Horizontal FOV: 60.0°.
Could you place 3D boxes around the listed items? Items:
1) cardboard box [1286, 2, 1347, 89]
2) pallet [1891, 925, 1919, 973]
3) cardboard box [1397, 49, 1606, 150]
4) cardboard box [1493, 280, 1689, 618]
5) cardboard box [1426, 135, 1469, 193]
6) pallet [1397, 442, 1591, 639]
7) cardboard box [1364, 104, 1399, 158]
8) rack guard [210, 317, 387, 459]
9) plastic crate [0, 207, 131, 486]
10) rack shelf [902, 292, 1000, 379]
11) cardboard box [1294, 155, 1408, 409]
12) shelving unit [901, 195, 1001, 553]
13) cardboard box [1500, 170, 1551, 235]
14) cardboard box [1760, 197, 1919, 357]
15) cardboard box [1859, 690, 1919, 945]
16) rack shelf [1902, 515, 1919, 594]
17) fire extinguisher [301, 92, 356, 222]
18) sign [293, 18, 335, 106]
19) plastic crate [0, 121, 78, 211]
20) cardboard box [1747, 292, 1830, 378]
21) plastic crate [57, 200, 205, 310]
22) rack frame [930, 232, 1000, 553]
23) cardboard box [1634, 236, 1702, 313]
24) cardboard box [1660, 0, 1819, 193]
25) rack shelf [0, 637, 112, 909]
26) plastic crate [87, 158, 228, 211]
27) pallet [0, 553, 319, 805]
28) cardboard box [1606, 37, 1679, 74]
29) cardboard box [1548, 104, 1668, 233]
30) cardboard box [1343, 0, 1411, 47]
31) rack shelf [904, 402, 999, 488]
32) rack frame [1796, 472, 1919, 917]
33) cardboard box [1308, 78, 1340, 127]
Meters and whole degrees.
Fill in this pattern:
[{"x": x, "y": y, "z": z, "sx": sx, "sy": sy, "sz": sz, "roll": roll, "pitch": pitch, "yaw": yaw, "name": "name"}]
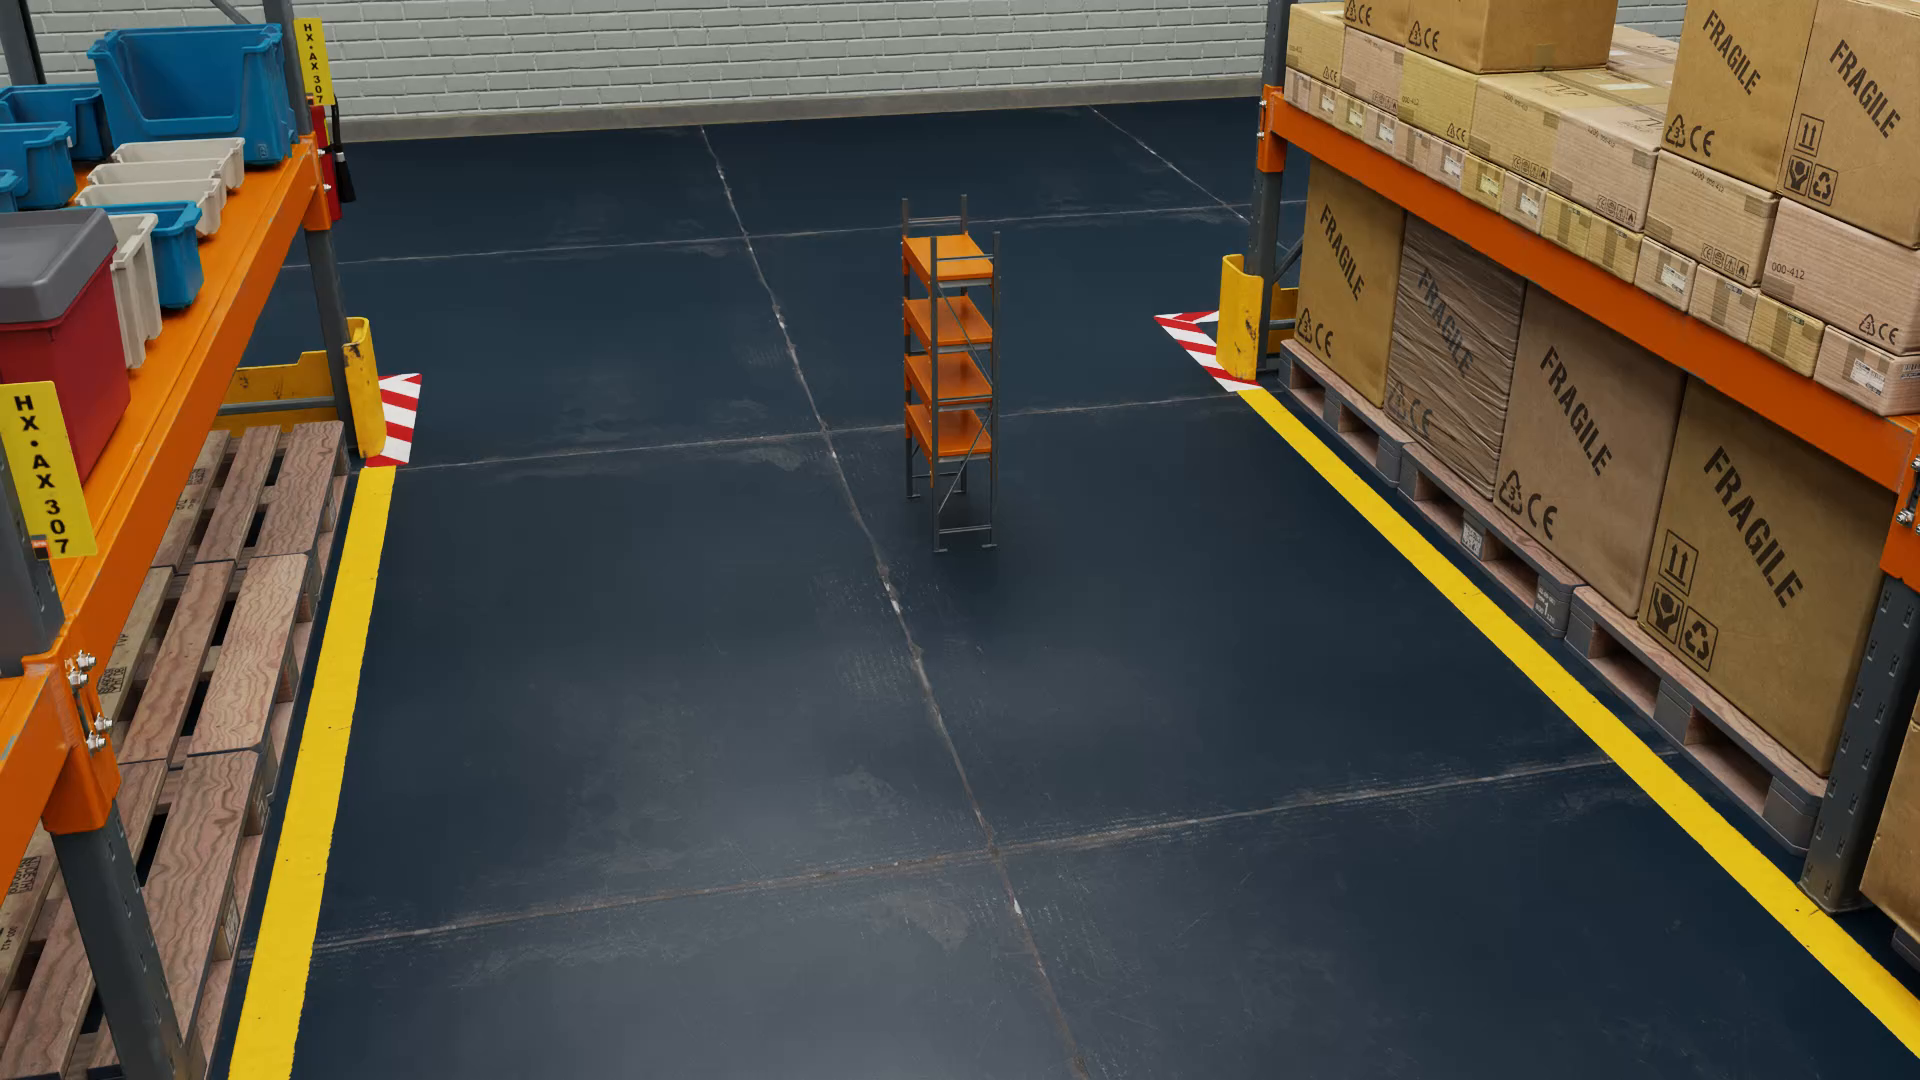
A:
[{"x": 1.668, "y": -2.023, "z": 6.766, "sx": 0.500, "sy": 0.250, "sz": 0.500, "roll": -7, "pitch": 28, "yaw": -13, "name": "cardboard box"}, {"x": 2.972, "y": 1.136, "z": 3.764, "sx": 1.003, "sy": 0.211, "sz": 1.213, "roll": -6, "pitch": 27, "yaw": -12, "name": "pallet"}, {"x": 1.902, "y": -1.575, "z": 5.877, "sx": 0.500, "sy": 0.250, "sz": 0.500, "roll": -7, "pitch": 28, "yaw": -13, "name": "cardboard box"}, {"x": 2.451, "y": -0.371, "z": 5.549, "sx": 0.875, "sy": 0.875, "sz": 0.875, "roll": -6, "pitch": 27, "yaw": -12, "name": "cardboard box"}, {"x": 1.874, "y": -1.330, "z": 5.835, "sx": 0.380, "sy": 0.149, "sz": 0.250, "roll": -6, "pitch": 27, "yaw": -12, "name": "cardboard box"}, {"x": 2.351, "y": -0.073, "z": 6.161, "sx": 1.003, "sy": 0.211, "sz": 1.213, "roll": -6, "pitch": 27, "yaw": -12, "name": "pallet"}, {"x": 1.759, "y": -1.555, "z": 6.280, "sx": 0.380, "sy": 0.149, "sz": 0.250, "roll": -6, "pitch": 27, "yaw": -12, "name": "cardboard box"}, {"x": -3.020, "y": -0.586, "z": 6.856, "sx": 1.175, "sy": 0.500, "sz": 0.348, "roll": -6, "pitch": 27, "yaw": -12, "name": "rack guard"}, {"x": -2.058, "y": -0.409, "z": 3.595, "sx": 0.402, "sy": 0.464, "sz": 0.583, "roll": -6, "pitch": 27, "yaw": -12, "name": "plastic crate"}, {"x": -0.037, "y": -0.748, "z": 6.053, "sx": 0.258, "sy": 0.148, "sz": 0.480, "roll": -6, "pitch": 27, "yaw": -12, "name": "rack shelf"}, {"x": 2.046, "y": -1.162, "z": 7.115, "sx": 0.875, "sy": 0.875, "sz": 0.875, "roll": -6, "pitch": 27, "yaw": -12, "name": "cardboard box"}, {"x": -0.037, "y": -0.608, "z": 6.124, "sx": 0.258, "sy": 1.200, "sz": 0.503, "roll": -6, "pitch": 27, "yaw": -12, "name": "shelving unit"}, {"x": 1.991, "y": -1.104, "z": 5.387, "sx": 0.380, "sy": 0.149, "sz": 0.250, "roll": -6, "pitch": 27, "yaw": -11, "name": "cardboard box"}, {"x": 2.370, "y": -0.673, "z": 4.090, "sx": 0.500, "sy": 0.250, "sz": 0.500, "roll": -6, "pitch": 27, "yaw": -13, "name": "cardboard box"}, {"x": 2.888, "y": 0.600, "z": 3.623, "sx": 1.225, "sy": 0.875, "sz": 0.875, "roll": -6, "pitch": 27, "yaw": -11, "name": "cardboard box"}, {"x": 3.176, "y": 0.760, "z": 2.214, "sx": 1.077, "sy": 0.370, "sz": 4.000, "roll": -6, "pitch": 27, "yaw": -12, "name": "rack shelf"}, {"x": -2.593, "y": -1.604, "z": 6.599, "sx": 0.296, "sy": 0.674, "sz": 0.183, "roll": -6, "pitch": 27, "yaw": -12, "name": "fire extinguisher"}, {"x": -2.470, "y": -1.828, "z": 6.362, "sx": 0.100, "sy": 0.325, "sz": 0.005, "roll": -6, "pitch": 27, "yaw": -12, "name": "sign"}, {"x": -3.119, "y": -1.214, "z": 5.445, "sx": 0.416, "sy": 0.233, "sz": 0.300, "roll": -6, "pitch": 27, "yaw": -12, "name": "plastic crate"}, {"x": 2.278, "y": -0.541, "z": 4.272, "sx": 0.380, "sy": 0.149, "sz": 0.250, "roll": -5, "pitch": 27, "yaw": -11, "name": "cardboard box"}, {"x": -2.290, "y": -0.769, "z": 4.564, "sx": 0.416, "sy": 0.233, "sz": 0.300, "roll": -6, "pitch": 27, "yaw": -12, "name": "plastic crate"}, {"x": 0.018, "y": -0.501, "z": 5.911, "sx": 0.240, "sy": 1.200, "sz": 0.015, "roll": -6, "pitch": 27, "yaw": -12, "name": "rack frame"}, {"x": 2.163, "y": -0.767, "z": 4.719, "sx": 0.380, "sy": 0.149, "sz": 0.250, "roll": -5, "pitch": 27, "yaw": -11, "name": "cardboard box"}, {"x": 2.252, "y": -1.235, "z": 4.372, "sx": 0.500, "sy": 0.500, "sz": 0.500, "roll": -6, "pitch": 27, "yaw": -11, "name": "cardboard box"}, {"x": -1.650, "y": 1.263, "z": 1.218, "sx": 1.077, "sy": 0.370, "sz": 4.000, "roll": -6, "pitch": 27, "yaw": -12, "name": "rack shelf"}, {"x": -2.591, "y": -1.133, "z": 5.393, "sx": 0.396, "sy": 0.136, "sz": 0.243, "roll": -6, "pitch": 27, "yaw": -12, "name": "plastic crate"}, {"x": -2.583, "y": 0.453, "z": 5.119, "sx": 1.003, "sy": 0.211, "sz": 1.213, "roll": -6, "pitch": 27, "yaw": -12, "name": "pallet"}, {"x": 2.420, "y": -1.629, "z": 5.986, "sx": 0.500, "sy": 0.250, "sz": 0.500, "roll": -7, "pitch": 28, "yaw": -13, "name": "cardboard box"}, {"x": 2.135, "y": -1.124, "z": 4.983, "sx": 0.500, "sy": 0.250, "sz": 0.500, "roll": -5, "pitch": 27, "yaw": -11, "name": "cardboard box"}, {"x": 1.781, "y": -2.139, "z": 6.162, "sx": 0.500, "sy": 0.500, "sz": 0.500, "roll": -7, "pitch": 28, "yaw": -13, "name": "cardboard box"}, {"x": -0.037, "y": -0.371, "z": 6.243, "sx": 0.258, "sy": 0.148, "sz": 0.480, "roll": -6, "pitch": 27, "yaw": -12, "name": "rack shelf"}, {"x": 2.725, "y": -0.440, "z": 3.792, "sx": 1.000, "sy": 3.000, "sz": 0.127, "roll": -6, "pitch": 27, "yaw": -12, "name": "rack frame"}, {"x": 1.641, "y": -1.782, "z": 6.730, "sx": 0.380, "sy": 0.149, "sz": 0.250, "roll": -6, "pitch": 27, "yaw": -12, "name": "cardboard box"}]
